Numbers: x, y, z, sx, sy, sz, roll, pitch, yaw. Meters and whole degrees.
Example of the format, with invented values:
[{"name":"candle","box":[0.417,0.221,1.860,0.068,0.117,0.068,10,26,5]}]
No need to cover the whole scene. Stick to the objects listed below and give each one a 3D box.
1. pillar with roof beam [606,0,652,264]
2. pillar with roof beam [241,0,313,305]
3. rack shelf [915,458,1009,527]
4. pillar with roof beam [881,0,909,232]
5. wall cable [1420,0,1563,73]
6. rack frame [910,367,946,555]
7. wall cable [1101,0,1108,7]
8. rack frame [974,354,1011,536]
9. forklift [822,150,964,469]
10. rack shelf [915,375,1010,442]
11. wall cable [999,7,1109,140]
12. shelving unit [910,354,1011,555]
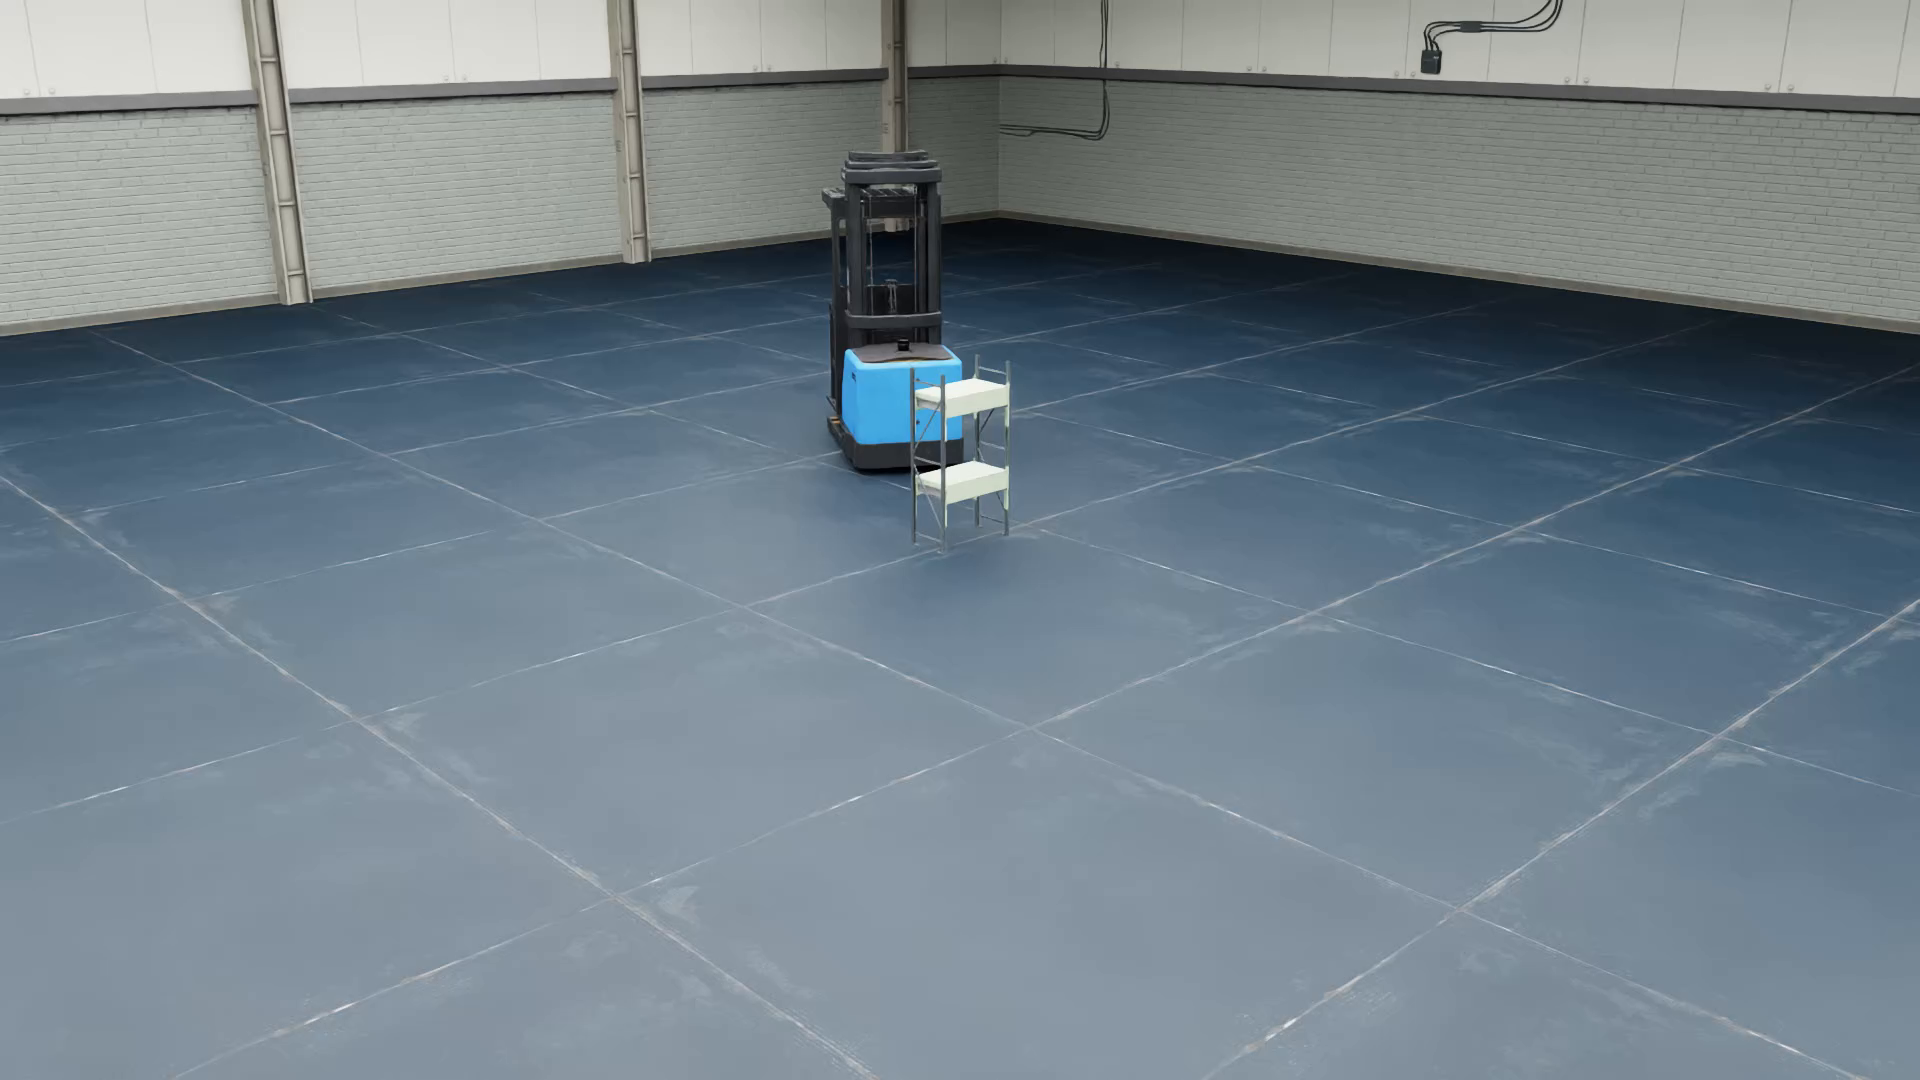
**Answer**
[{"name":"pillar with roof beam","box":[-2.656,-8.156,24.549,0.400,9.000,9.100,-16,24,-41]},{"name":"pillar with roof beam","box":[-7.016,-6.884,20.628,0.400,9.000,9.100,-16,24,-41]},{"name":"rack shelf","box":[0.005,-0.405,13.858,0.720,0.370,0.431,-16,24,-41]},{"name":"pillar with roof beam","box":[1.704,-9.427,28.470,0.400,9.000,9.100,-16,24,-41]},{"name":"wall cable","box":[8.306,-10.207,25.360,0.169,6.003,2.305,-16,24,-41]},{"name":"rack frame","box":[-0.261,-0.637,13.519,0.023,1.500,0.400,-16,24,-41]},{"name":"wall cable","box":[3.654,-11.039,30.287,0.112,2.526,3.097,-16,24,-41]},{"name":"rack frame","box":[0.271,-0.792,13.997,0.023,1.500,0.400,-16,24,-41]},{"name":"forklift","box":[-0.783,-2.488,16.905,1.130,2.935,3.031,-4,18,-12]},{"name":"rack shelf","box":[0.005,-1.086,13.637,0.720,0.370,0.431,-16,24,-41]},{"name":"wall cable","box":[1.795,-9.243,32.936,0.112,2.526,3.097,-16,24,-41]},{"name":"shelving unit","box":[0.005,-0.715,13.758,0.755,1.500,0.431,-16,24,-41]}]
